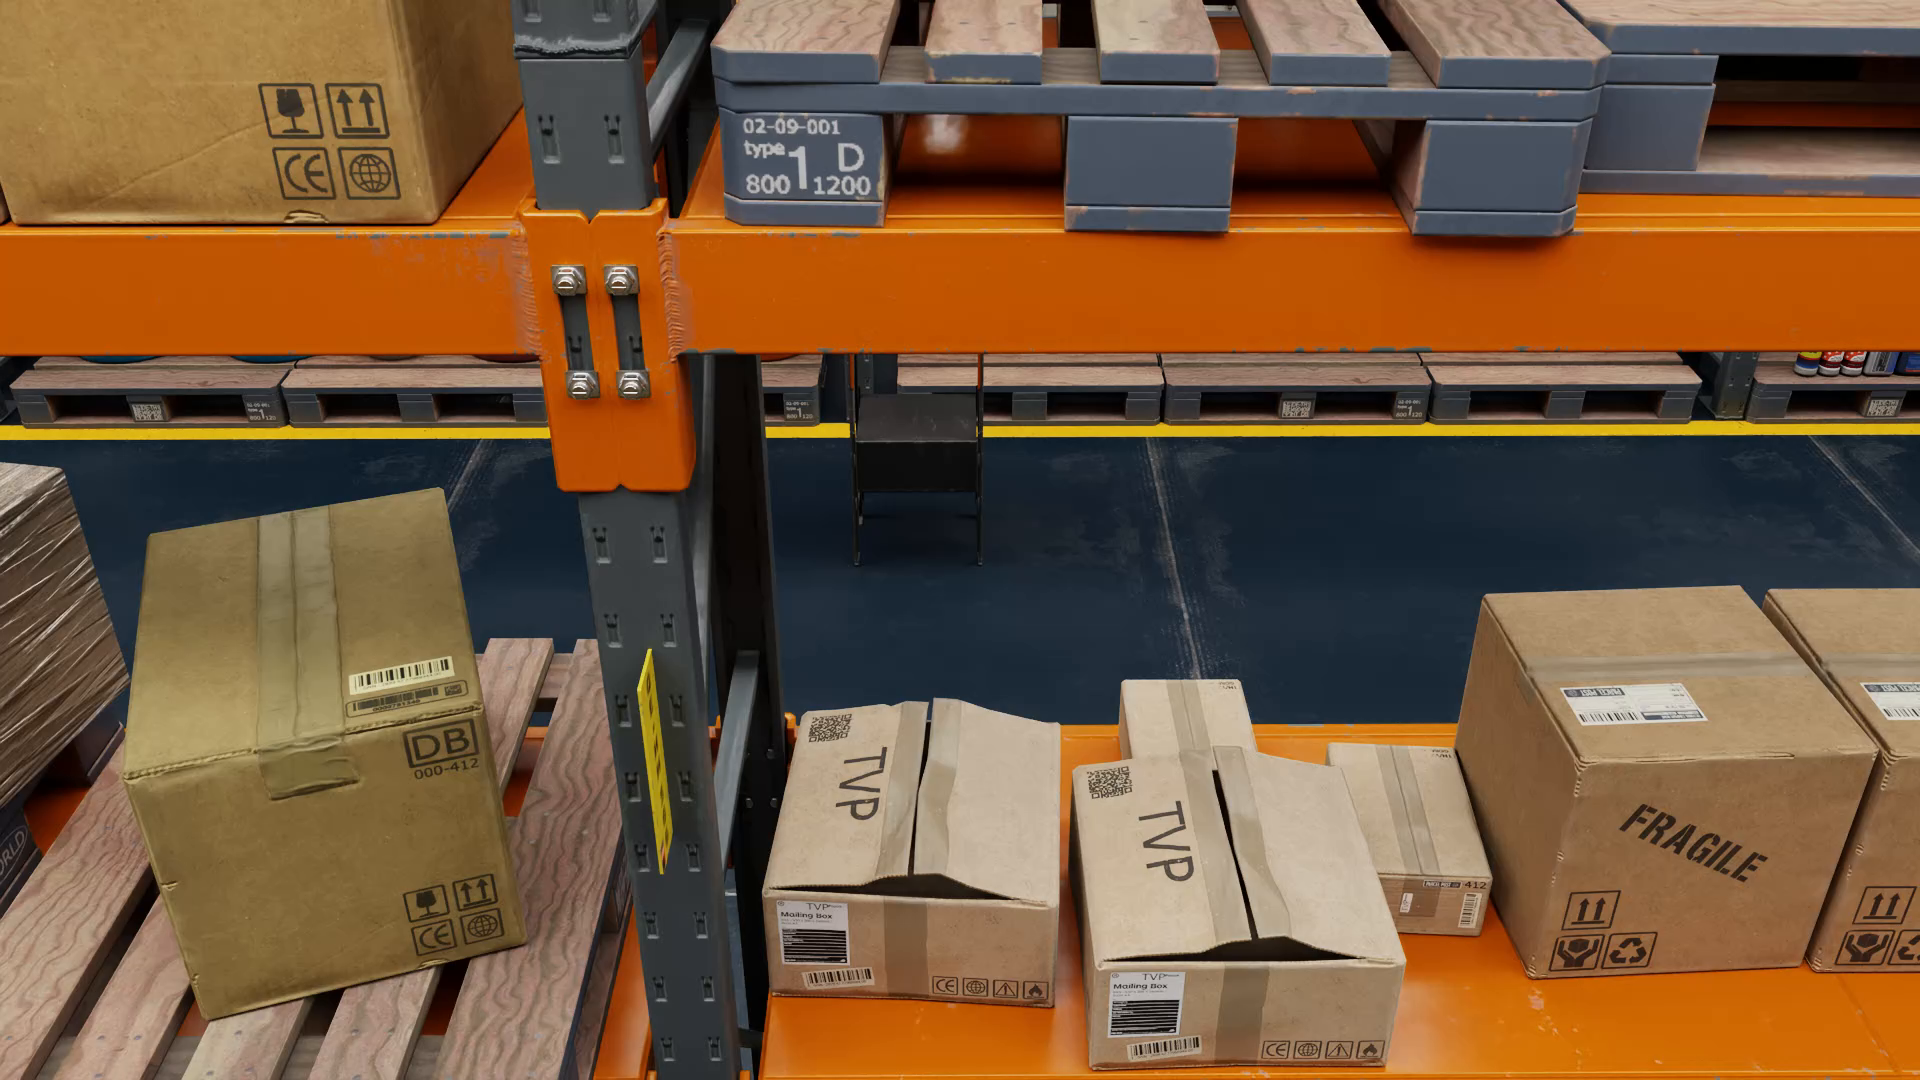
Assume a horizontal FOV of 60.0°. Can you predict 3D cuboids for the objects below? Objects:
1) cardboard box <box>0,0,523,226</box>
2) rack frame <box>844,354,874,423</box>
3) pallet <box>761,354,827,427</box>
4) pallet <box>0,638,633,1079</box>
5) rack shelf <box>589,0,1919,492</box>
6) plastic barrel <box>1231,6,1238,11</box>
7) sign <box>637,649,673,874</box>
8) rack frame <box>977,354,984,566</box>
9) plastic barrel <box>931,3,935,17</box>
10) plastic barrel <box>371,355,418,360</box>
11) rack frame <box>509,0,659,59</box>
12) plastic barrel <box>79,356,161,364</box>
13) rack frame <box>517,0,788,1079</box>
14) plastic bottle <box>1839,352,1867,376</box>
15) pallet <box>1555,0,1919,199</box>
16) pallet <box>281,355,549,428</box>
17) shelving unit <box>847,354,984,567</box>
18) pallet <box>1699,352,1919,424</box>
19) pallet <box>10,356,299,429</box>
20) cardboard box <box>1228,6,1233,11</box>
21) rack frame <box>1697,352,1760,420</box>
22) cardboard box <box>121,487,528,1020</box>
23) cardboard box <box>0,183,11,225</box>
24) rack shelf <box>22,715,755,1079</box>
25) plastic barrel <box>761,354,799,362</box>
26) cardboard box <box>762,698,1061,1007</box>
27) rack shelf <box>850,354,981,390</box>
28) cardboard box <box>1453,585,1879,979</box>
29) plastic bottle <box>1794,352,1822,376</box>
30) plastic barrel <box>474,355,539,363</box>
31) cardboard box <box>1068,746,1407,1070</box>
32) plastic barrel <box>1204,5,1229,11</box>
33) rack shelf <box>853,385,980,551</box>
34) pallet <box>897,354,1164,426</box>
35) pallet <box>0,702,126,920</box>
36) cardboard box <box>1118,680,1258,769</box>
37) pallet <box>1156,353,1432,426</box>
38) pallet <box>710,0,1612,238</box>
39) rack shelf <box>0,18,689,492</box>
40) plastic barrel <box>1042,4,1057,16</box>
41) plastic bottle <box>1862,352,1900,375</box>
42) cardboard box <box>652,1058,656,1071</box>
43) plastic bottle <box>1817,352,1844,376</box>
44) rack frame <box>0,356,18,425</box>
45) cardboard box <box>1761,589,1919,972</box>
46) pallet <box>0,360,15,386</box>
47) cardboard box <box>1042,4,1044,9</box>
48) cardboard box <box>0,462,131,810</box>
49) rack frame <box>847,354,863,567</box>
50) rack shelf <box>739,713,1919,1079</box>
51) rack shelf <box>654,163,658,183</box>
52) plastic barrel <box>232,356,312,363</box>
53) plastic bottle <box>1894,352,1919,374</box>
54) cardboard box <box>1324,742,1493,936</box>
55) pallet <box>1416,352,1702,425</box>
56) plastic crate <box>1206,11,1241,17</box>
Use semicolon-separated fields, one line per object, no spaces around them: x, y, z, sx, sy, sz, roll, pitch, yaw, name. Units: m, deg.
-0.870;-0.817;2.217;0.500;0.500;0.910;0;31;0;cardboard box
-0.460;-2.080;7.286;0.127;3.000;1.000;0;31;0;rack frame
-1.248;-0.864;7.970;1.213;0.211;1.003;0;31;0;pallet
-1.111;0.610;3.038;1.003;0.211;1.213;0;31;0;pallet
1.566;-0.492;2.470;4.000;0.370;1.077;0;31;0;rack shelf
1.415;-2.258;7.448;0.433;0.535;0.433;0;31;0;plastic barrel
-0.421;0.310;2.308;0.005;0.325;0.100;0;31;0;sign
0.078;-0.898;6.206;0.015;2.100;0.400;0;31;0;rack frame
0.002;-2.297;7.513;0.708;0.536;0.600;0;31;0;plastic barrel
-2.643;-1.134;7.721;0.421;0.512;0.421;0;31;0;plastic barrel
-0.434;-2.075;1.495;0.127;3.000;1.000;0;31;0;rack frame
-3.916;-1.343;7.689;0.708;0.901;0.600;0;31;0;plastic barrel
-0.434;0.489;3.052;0.127;3.000;1.000;0;31;0;rack frame
4.064;-0.858;7.547;0.097;0.201;0.097;0;31;0;plastic bottle
1.362;-0.766;2.411;1.213;0.211;1.003;1;31;2;pallet
-2.465;-0.861;7.966;1.213;0.211;1.003;0;31;0;pallet
-0.166;-0.897;6.204;0.503;2.100;0.431;0;31;0;shelving unit
4.212;-0.881;7.998;1.213;0.211;1.003;0;31;0;pallet
-3.688;-0.856;7.957;1.213;0.211;1.003;0;31;0;pallet
1.859;-3.797;12.101;0.500;0.500;0.700;-3;31;-5;cardboard box
3.540;-2.092;7.307;0.127;3.000;1.000;0;31;0;rack frame
-1.063;0.328;2.817;0.500;0.500;0.700;-11;33;-17;cardboard box
-1.380;-0.815;2.214;0.500;0.500;0.910;0;31;0;cardboard box
-2.434;0.803;3.228;4.000;0.370;1.077;0;31;0;rack shelf
-0.949;-1.321;7.723;0.708;0.830;0.600;0;31;0;plastic barrel
-0.070;0.549;3.039;0.500;0.311;0.500;2;31;3;cardboard box
-0.166;-0.886;6.212;0.480;0.518;0.431;0;31;0;rack shelf
1.244;0.433;3.048;0.500;0.500;0.500;-2;31;-3;cardboard box
3.861;-0.888;7.527;0.097;0.271;0.097;0;31;0;plastic bottle
-2.079;-1.215;7.780;0.708;0.588;0.600;0;31;0;plastic barrel
0.461;0.625;2.914;0.500;0.311;0.500;-1;31;-1;cardboard box
0.988;-2.243;7.447;0.421;0.512;0.421;0;31;0;plastic barrel
-0.166;-0.287;6.575;0.480;0.518;0.431;0;31;0;rack shelf
0.315;-0.870;7.981;1.213;0.211;1.003;0;31;0;pallet
-2.379;0.580;3.087;1.213;0.211;1.003;0;31;0;pallet
0.464;0.451;3.358;0.250;0.149;0.380;0;31;0;cardboard box
1.532;-0.872;7.984;1.213;0.211;1.003;0;31;0;pallet
0.244;-0.761;2.402;1.003;0.211;1.213;1;31;2;pallet
-2.434;-0.479;2.450;4.000;0.370;1.077;0;31;0;rack shelf
0.567;-2.242;7.445;0.421;0.512;0.421;0;31;0;plastic barrel
4.184;-0.905;7.551;0.135;0.276;0.152;1;31;2;plastic bottle
-0.891;1.223;3.828;0.500;0.500;0.500;1;31;2;cardboard box
3.963;-0.858;7.546;0.097;0.201;0.097;0;31;0;plastic bottle
-4.460;-2.067;7.266;0.127;3.000;1.000;0;31;0;rack frame
1.770;0.431;3.051;0.500;0.500;0.500;0;31;0;cardboard box
-5.195;-0.853;7.952;1.213;0.211;1.003;0;31;0;pallet
0.734;-3.789;12.089;0.500;0.500;0.700;-3;31;-4;cardboard box
-1.979;0.231;2.976;0.500;0.500;0.700;6;32;9;cardboard box
-0.410;-0.896;6.203;0.015;2.100;0.400;0;31;0;rack frame
1.566;0.791;3.249;4.000;0.370;1.077;0;31;0;rack shelf
-2.460;-1.766;7.463;4.000;0.370;1.077;0;31;0;rack shelf
-3.208;-1.345;7.693;0.708;0.901;0.600;0;31;0;plastic barrel
4.349;-0.935;7.529;0.185;0.351;0.144;1;31;1;plastic bottle
0.841;0.564;3.171;0.250;0.149;0.380;2;31;3;cardboard box
2.755;-0.878;7.993;1.213;0.211;1.003;0;31;0;pallet
1.158;-1.954;7.017;0.583;0.464;0.402;0;31;0;plastic crate
